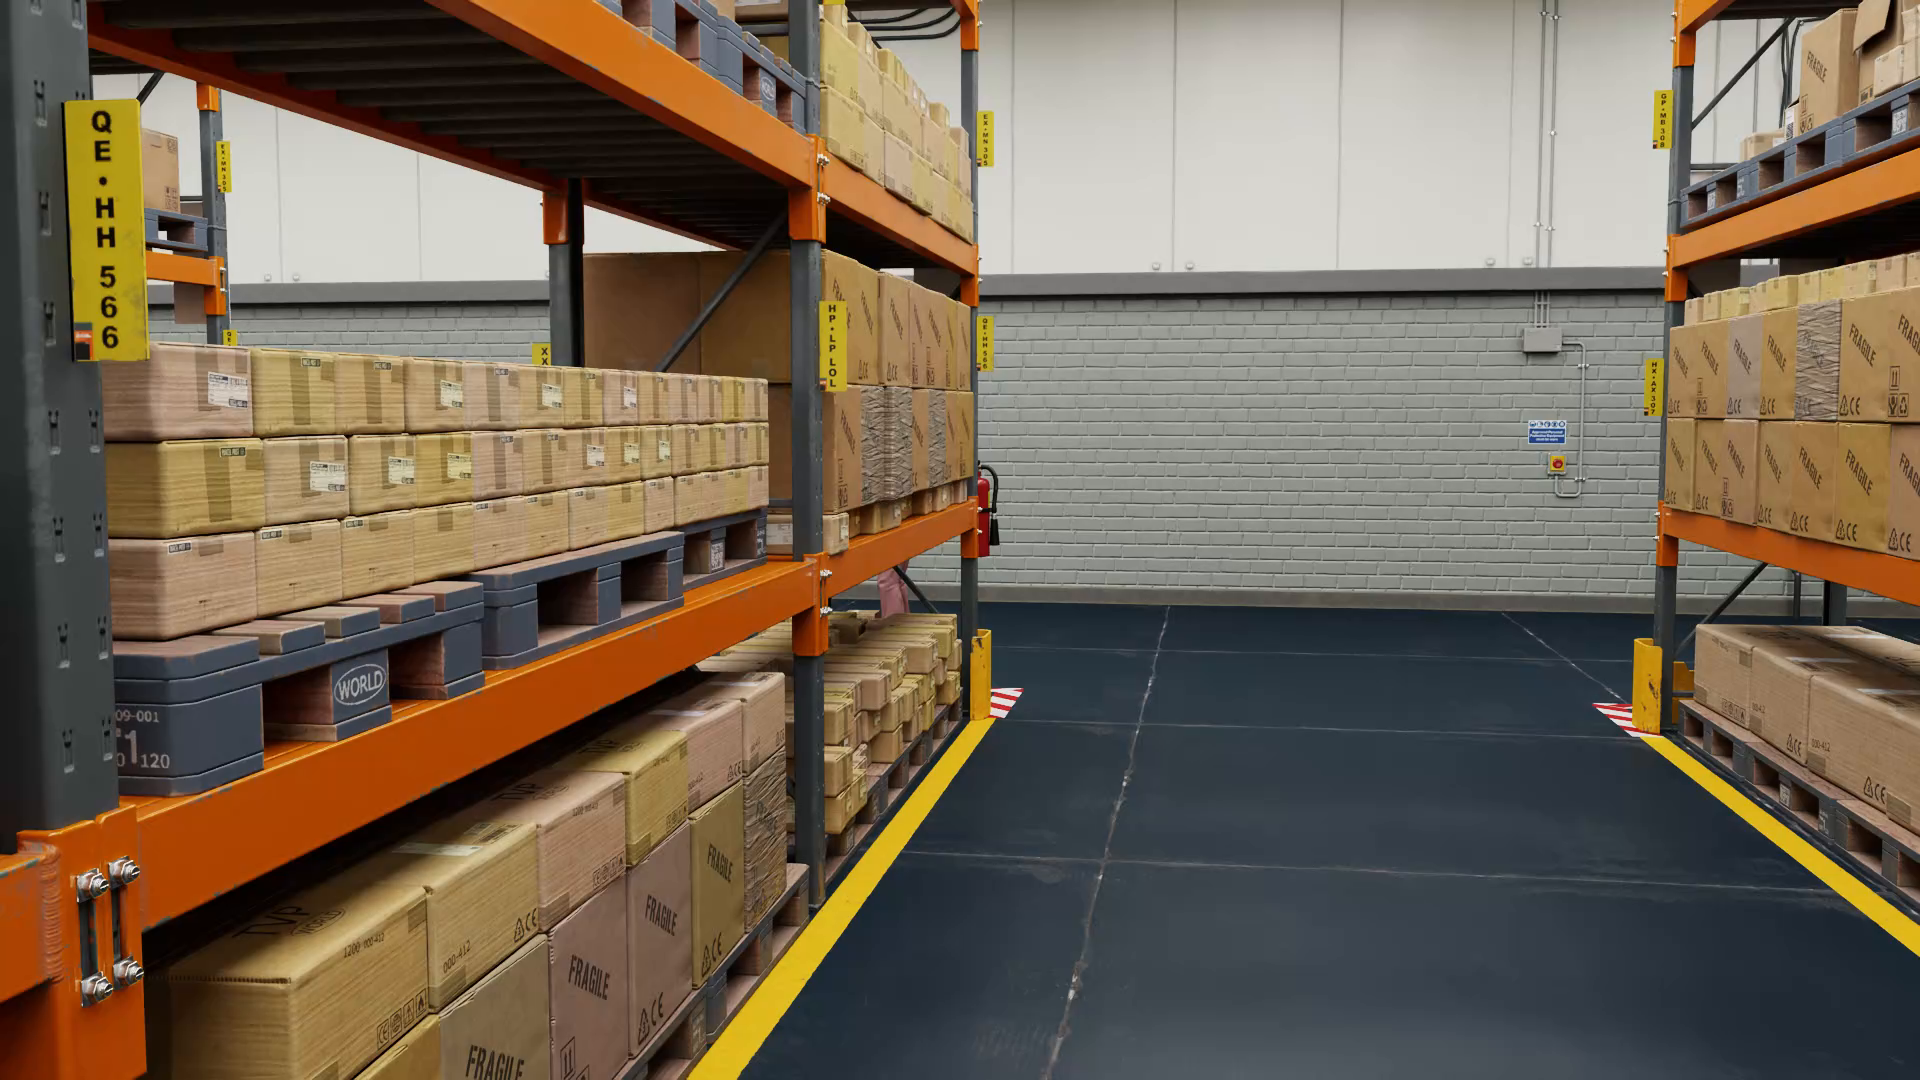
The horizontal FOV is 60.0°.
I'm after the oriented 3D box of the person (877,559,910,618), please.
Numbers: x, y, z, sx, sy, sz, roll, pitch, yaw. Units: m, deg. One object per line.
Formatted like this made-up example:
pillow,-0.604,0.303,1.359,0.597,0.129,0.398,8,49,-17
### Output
person,-0.528,-0.015,13.051,0.360,1.672,0.497,1,5,8
